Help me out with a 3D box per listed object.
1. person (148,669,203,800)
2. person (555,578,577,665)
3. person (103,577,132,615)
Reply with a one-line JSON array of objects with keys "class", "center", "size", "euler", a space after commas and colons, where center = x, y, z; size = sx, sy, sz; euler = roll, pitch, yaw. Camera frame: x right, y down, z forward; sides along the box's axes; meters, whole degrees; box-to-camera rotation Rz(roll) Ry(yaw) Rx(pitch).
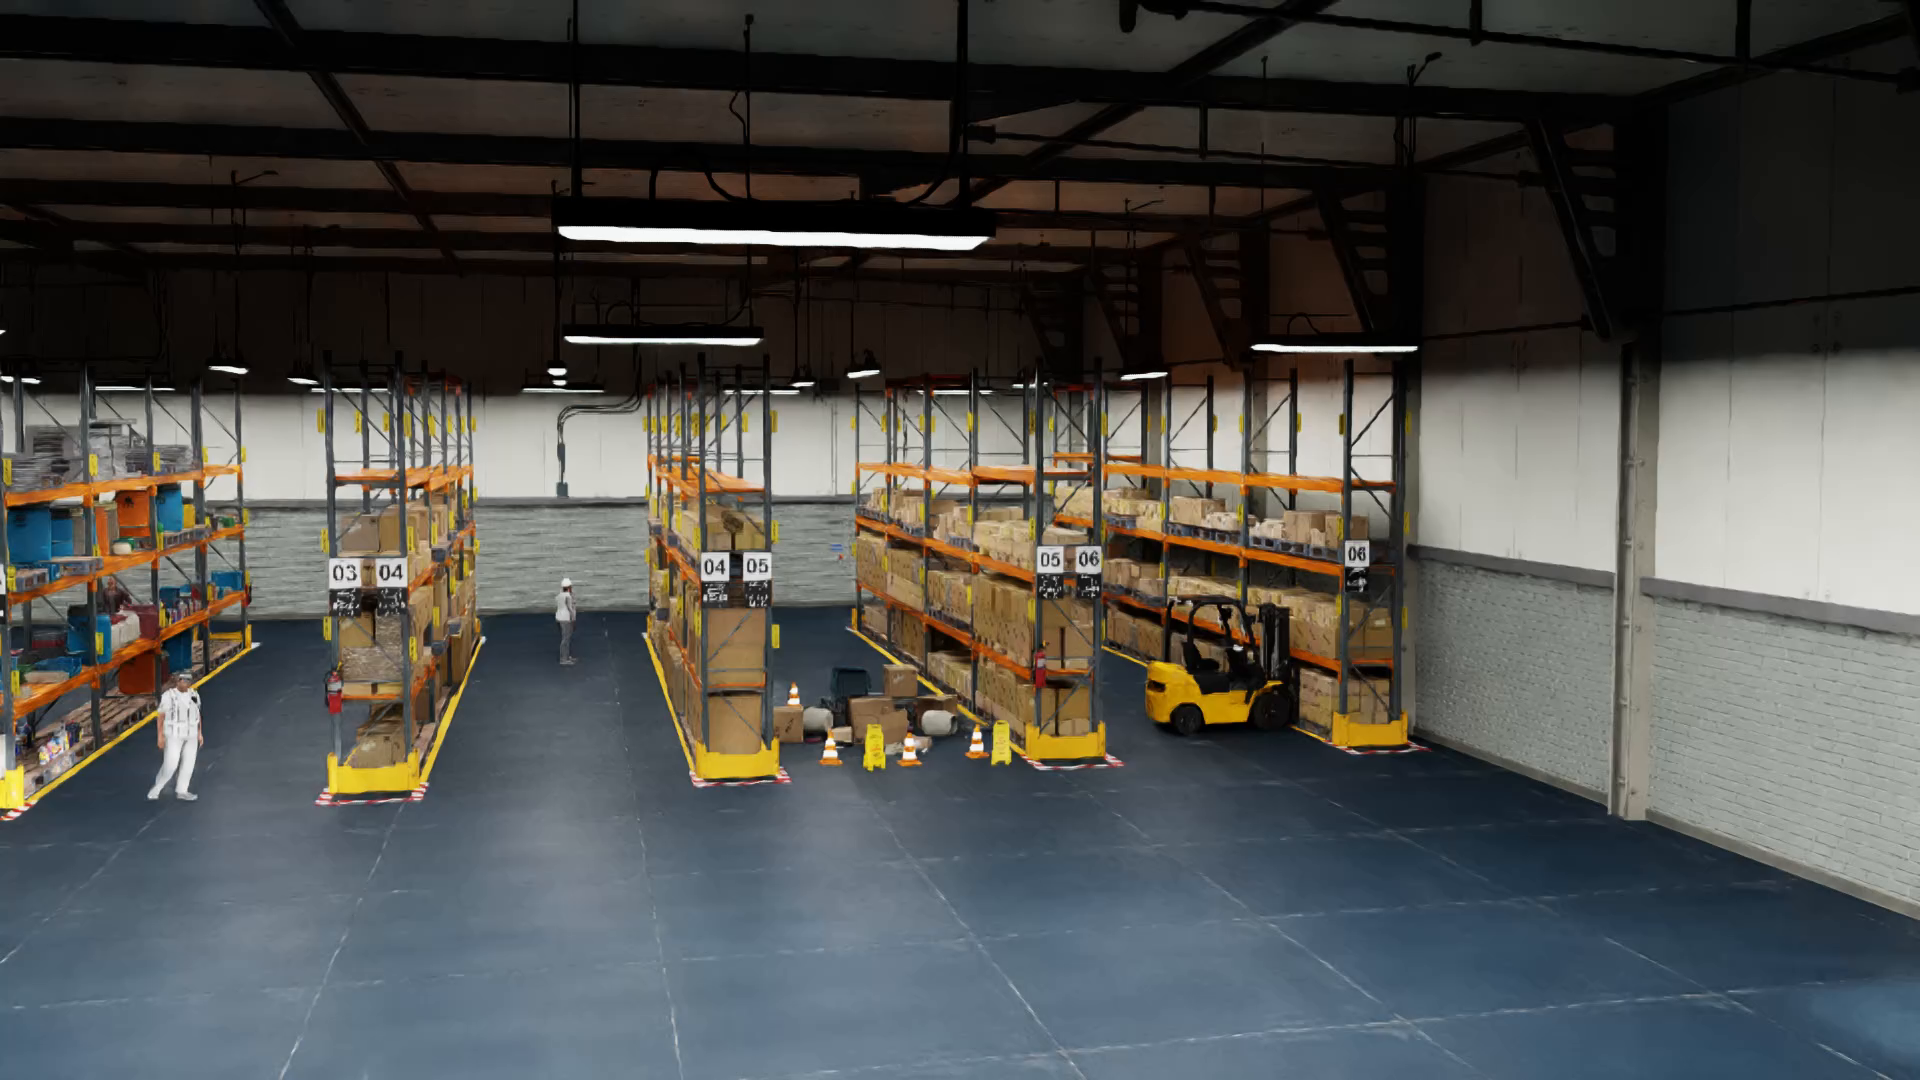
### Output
[{"class": "person", "center": [-10.459, 2.589, 22.166], "size": [0.536, 1.754, 0.675], "euler": [3, 5, 34]}, {"class": "person", "center": [-8.195, 1.687, 34.703], "size": [0.529, 1.774, 0.590], "euler": [-3, 5, -39]}, {"class": "person", "center": [-18.319, 1.687, 36.016], "size": [0.729, 1.612, 0.929], "euler": [-1, 4, -18]}]
